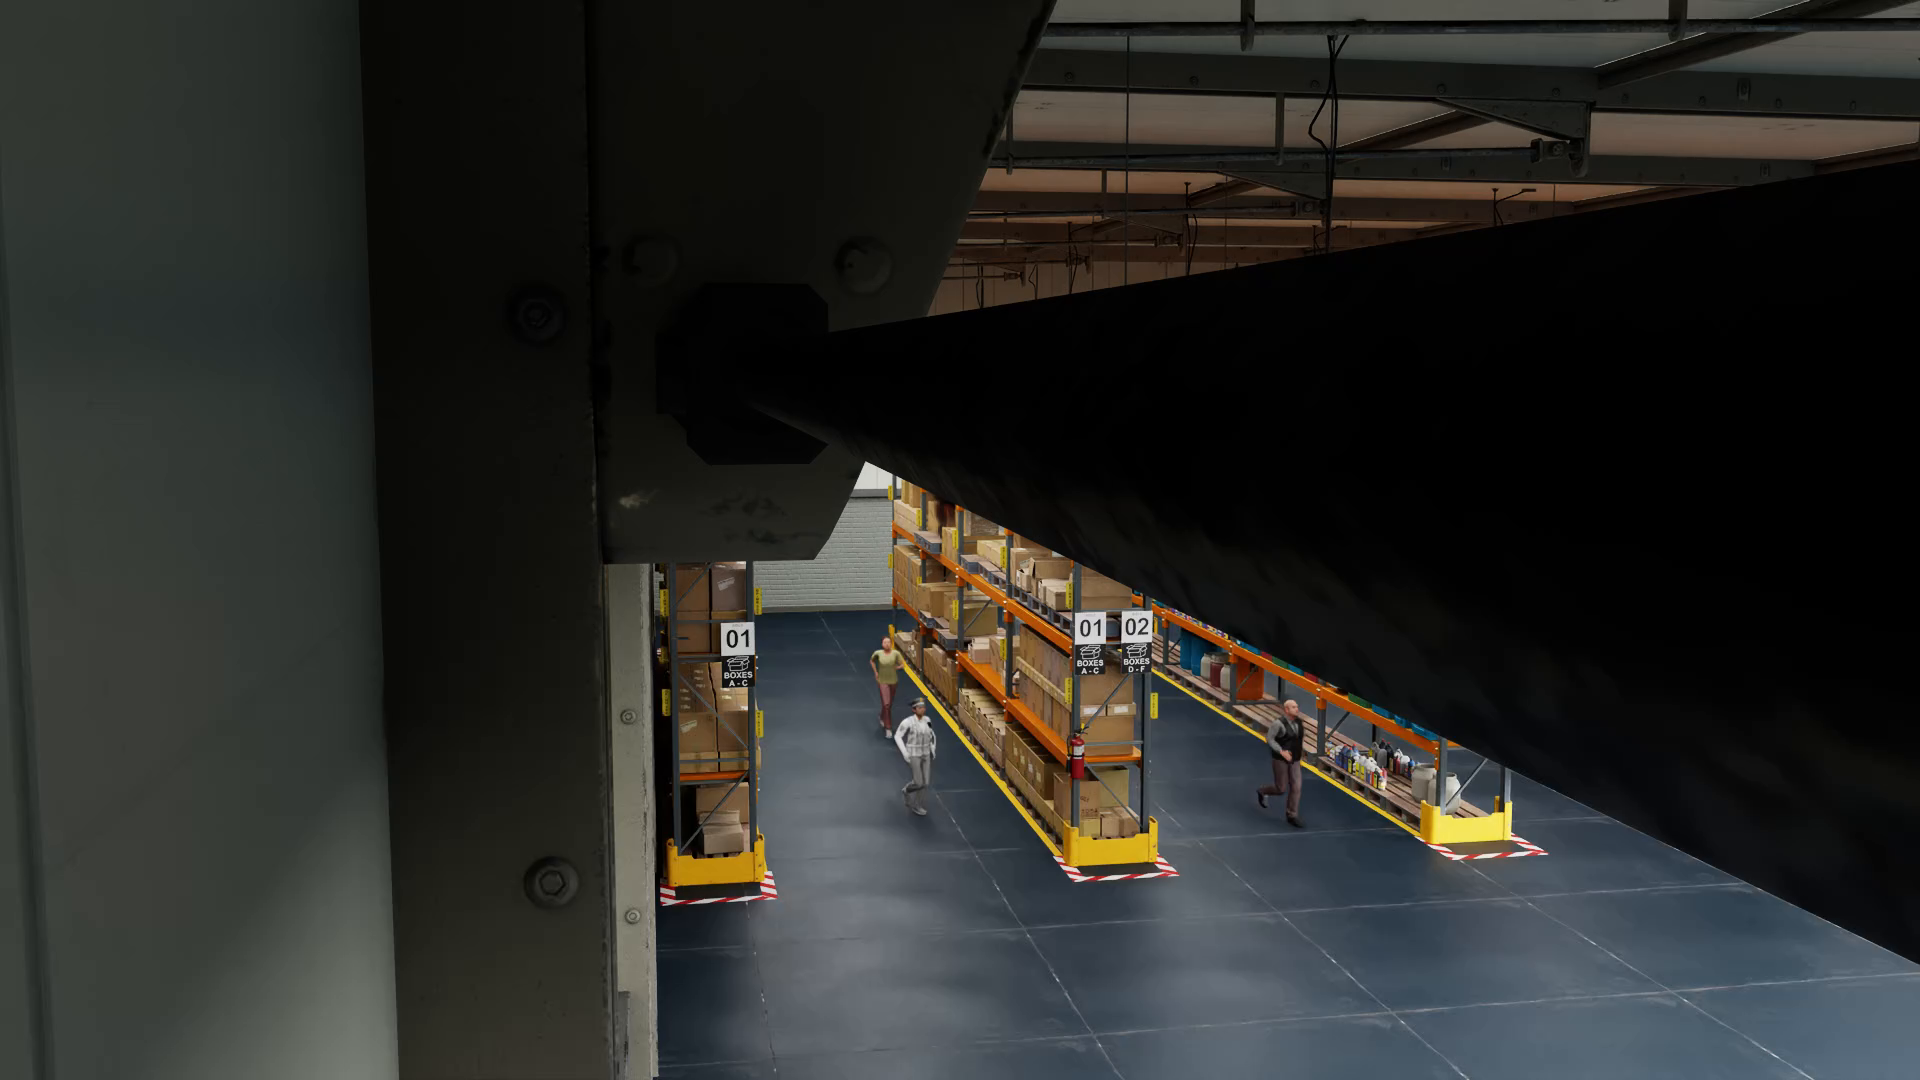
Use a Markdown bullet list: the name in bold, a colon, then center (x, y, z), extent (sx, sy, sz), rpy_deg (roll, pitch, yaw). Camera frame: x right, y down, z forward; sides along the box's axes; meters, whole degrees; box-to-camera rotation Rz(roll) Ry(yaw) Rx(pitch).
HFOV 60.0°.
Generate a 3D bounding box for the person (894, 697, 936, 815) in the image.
- **person**: center (-0.601, 3.004, 23.242), extent (0.628, 1.664, 0.502), rpy_deg (-4, 7, -31)

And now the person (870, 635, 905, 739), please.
- **person**: center (-1.212, 2.449, 28.232), extent (0.555, 1.701, 0.880), rpy_deg (-2, 6, -16)

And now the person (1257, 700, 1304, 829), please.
- **person**: center (4.462, 3.029, 22.865), extent (0.684, 1.713, 0.884), rpy_deg (-4, 7, -34)
